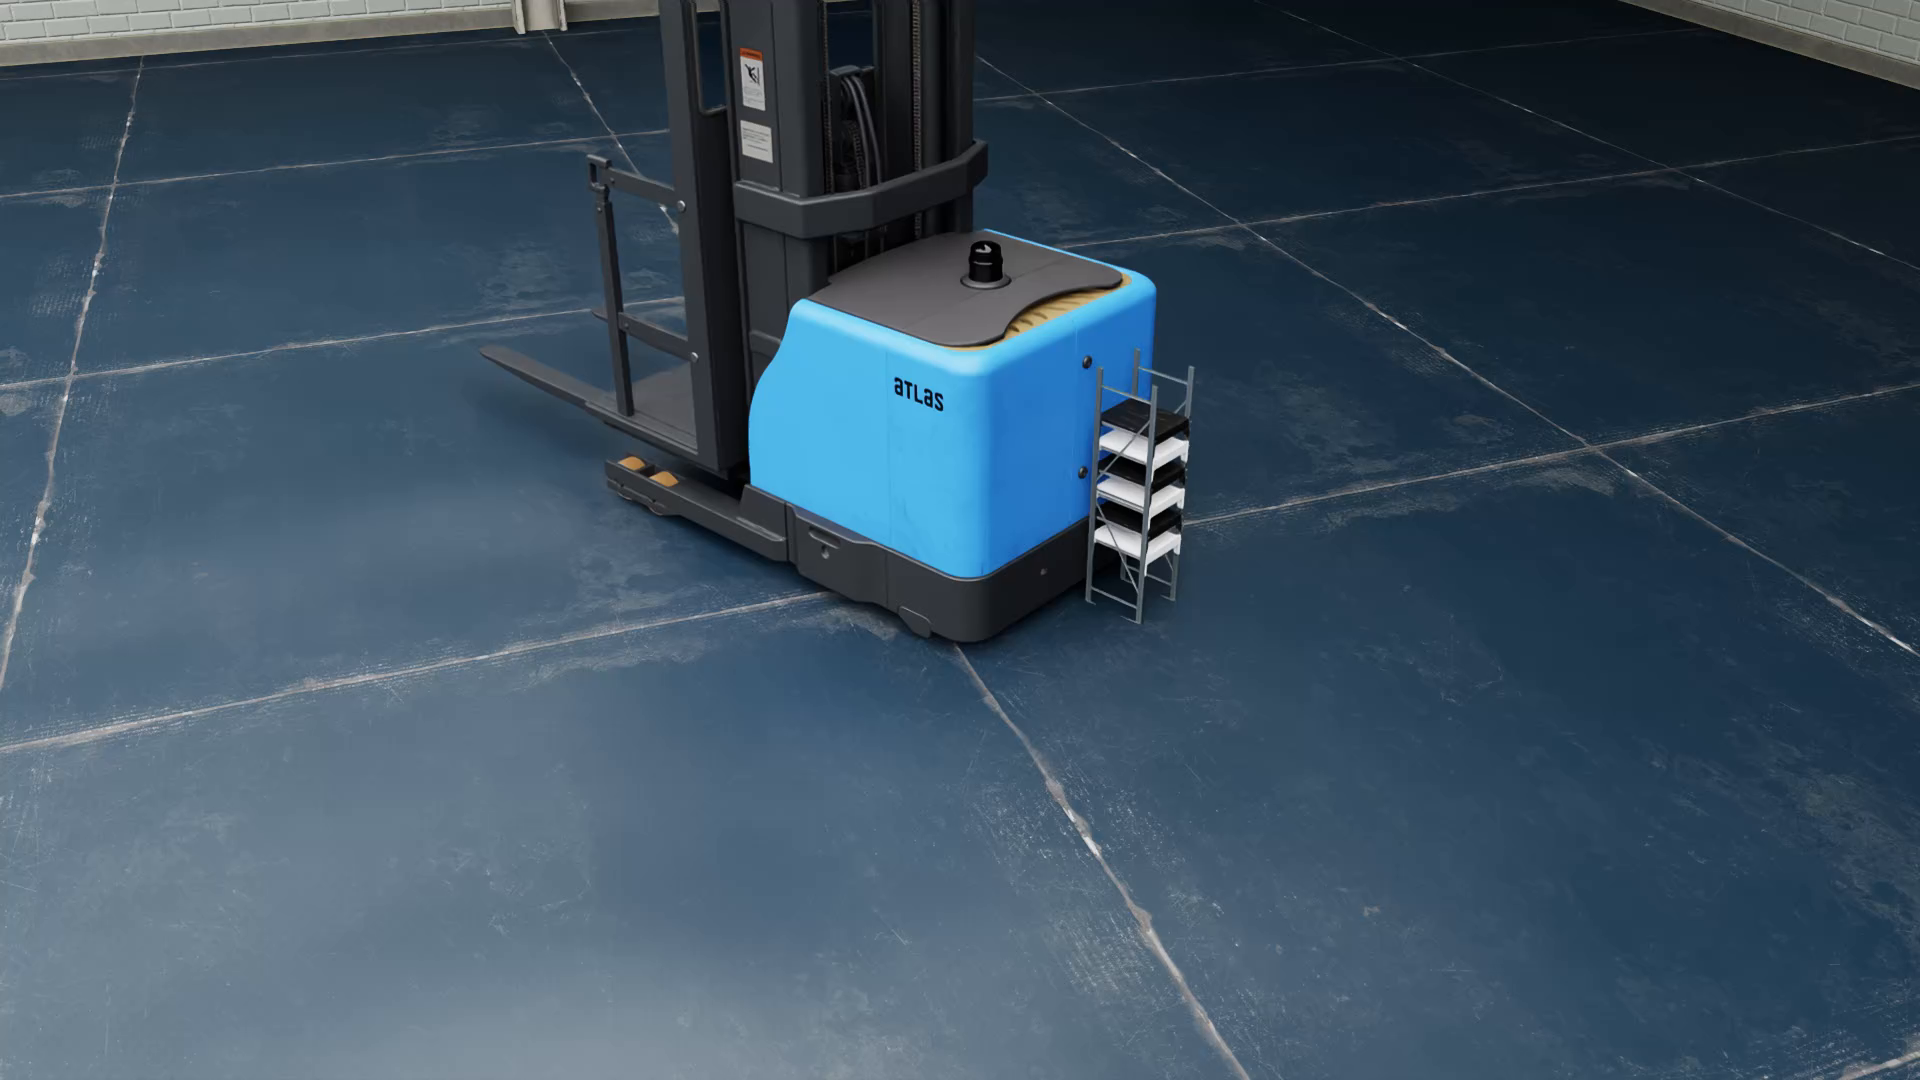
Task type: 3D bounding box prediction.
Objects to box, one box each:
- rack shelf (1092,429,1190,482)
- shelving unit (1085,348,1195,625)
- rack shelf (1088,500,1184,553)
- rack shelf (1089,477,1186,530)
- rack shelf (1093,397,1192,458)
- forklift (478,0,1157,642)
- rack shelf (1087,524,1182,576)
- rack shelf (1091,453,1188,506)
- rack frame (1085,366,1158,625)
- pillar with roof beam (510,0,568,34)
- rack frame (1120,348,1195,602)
[{"bbox_3d":[0.605,-0.301,5.571,0.258,0.077,0.200,24,38,35],"label":"rack shelf"},{"bbox_3d":[0.604,-0.174,5.644,0.258,0.900,0.210,24,38,35],"label":"shelving unit"},{"bbox_3d":[0.603,-0.067,5.706,0.258,0.077,0.200,24,38,35],"label":"rack shelf"},{"bbox_3d":[0.604,-0.145,5.661,0.258,0.077,0.200,24,38,35],"label":"rack shelf"},{"bbox_3d":[0.605,-0.379,5.526,0.258,0.077,0.200,24,38,35],"label":"rack shelf"},{"bbox_3d":[-0.752,-1.541,5.993,3.031,2.935,1.130,24,37,35],"label":"forklift"},{"bbox_3d":[0.602,0.011,5.751,0.258,0.077,0.200,24,38,35],"label":"rack shelf"},{"bbox_3d":[0.604,-0.223,5.616,0.258,0.077,0.200,24,38,35],"label":"rack shelf"},{"bbox_3d":[0.536,-0.136,5.578,0.240,0.900,0.006,24,38,35],"label":"rack frame"},{"bbox_3d":[-1.930,-6.103,7.871,0.400,9.000,9.100,-10,31,-18],"label":"pillar with roof beam"},{"bbox_3d":[0.671,-0.212,5.710,0.240,0.900,0.006,24,38,35],"label":"rack frame"}]
